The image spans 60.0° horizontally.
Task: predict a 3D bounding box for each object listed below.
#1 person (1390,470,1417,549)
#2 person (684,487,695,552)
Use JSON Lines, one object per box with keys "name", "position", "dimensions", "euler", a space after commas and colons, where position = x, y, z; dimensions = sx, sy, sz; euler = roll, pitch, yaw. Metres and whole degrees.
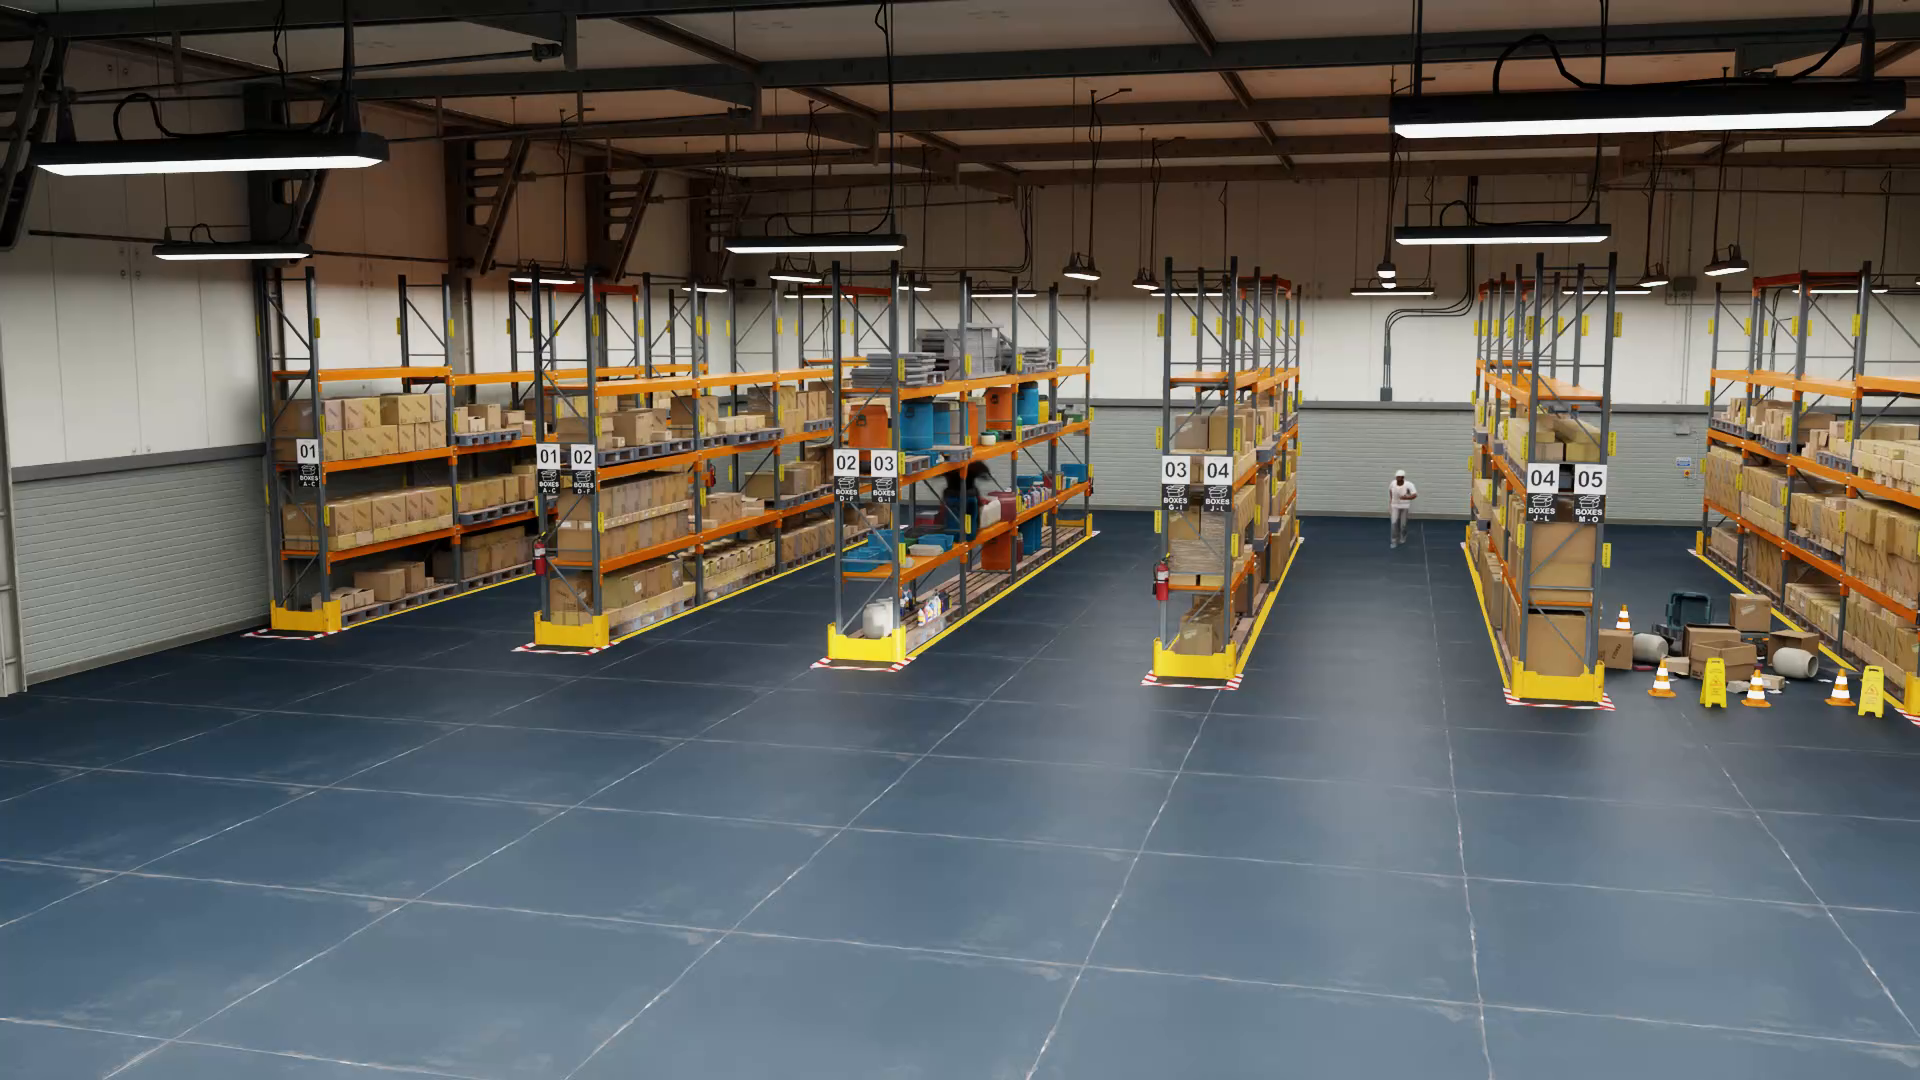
{"name": "person", "position": [10.196, -0.721, 38.311], "dimensions": [0.633, 1.803, 0.847], "euler": [3, 8, 19]}
{"name": "person", "position": [-5.673, -0.249, 34.582], "dimensions": [0.512, 1.710, 0.997], "euler": [2, 8, 15]}
